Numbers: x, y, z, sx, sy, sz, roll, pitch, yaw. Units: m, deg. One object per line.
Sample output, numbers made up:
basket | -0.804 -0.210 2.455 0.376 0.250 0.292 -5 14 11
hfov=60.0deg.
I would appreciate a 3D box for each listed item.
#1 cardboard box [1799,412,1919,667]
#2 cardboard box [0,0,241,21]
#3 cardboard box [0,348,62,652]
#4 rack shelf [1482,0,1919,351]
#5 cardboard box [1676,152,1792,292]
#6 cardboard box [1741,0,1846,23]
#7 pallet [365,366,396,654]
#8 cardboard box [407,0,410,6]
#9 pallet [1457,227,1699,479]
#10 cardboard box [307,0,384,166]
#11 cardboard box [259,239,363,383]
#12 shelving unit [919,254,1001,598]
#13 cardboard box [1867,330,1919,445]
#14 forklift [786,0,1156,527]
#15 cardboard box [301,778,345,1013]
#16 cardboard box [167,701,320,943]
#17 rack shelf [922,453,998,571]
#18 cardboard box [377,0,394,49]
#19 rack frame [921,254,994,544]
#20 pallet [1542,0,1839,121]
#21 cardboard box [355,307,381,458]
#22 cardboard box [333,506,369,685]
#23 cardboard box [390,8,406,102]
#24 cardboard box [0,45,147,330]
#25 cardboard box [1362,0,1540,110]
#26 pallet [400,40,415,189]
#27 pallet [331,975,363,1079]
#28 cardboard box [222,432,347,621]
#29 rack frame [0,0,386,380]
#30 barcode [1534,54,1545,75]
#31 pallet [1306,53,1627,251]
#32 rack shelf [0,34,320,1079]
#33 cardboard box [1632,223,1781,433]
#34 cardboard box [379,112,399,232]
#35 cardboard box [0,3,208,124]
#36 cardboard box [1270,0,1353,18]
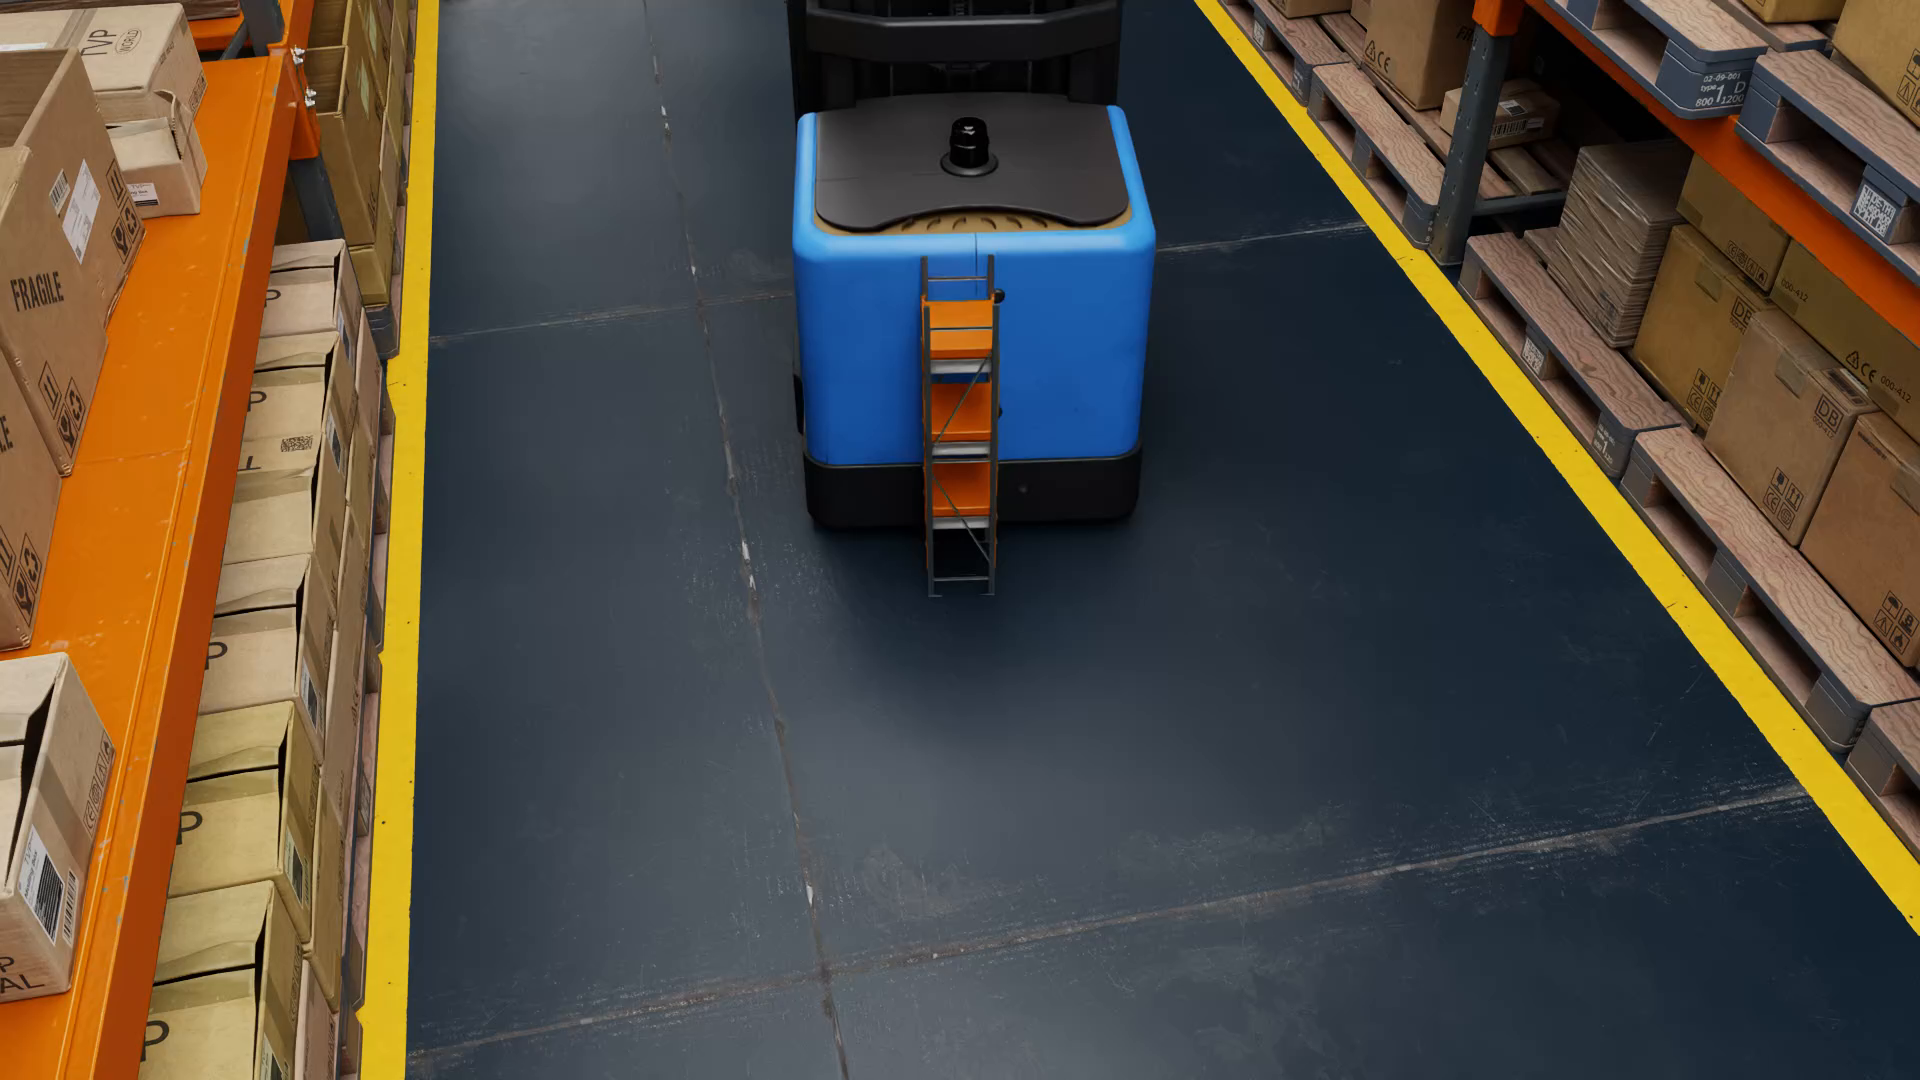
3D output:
cardboard box | 2.856 -0.049 4.597 0.700 0.500 0.500 -9 42 -10
cardboard box | -2.607 -1.896 5.051 0.700 0.500 0.500 -9 42 -10
cardboard box | -2.019 -0.102 3.030 0.500 0.500 0.500 -10 43 -12
rack shelf | 2.763 -0.718 4.342 1.077 0.370 4.000 -8 42 -9
cardboard box | 2.605 -1.034 5.142 0.500 0.250 0.500 -9 42 -10
cardboard box | 2.522 -1.788 4.598 0.700 0.500 0.500 -4 42 -5
pallet | -2.307 -0.057 5.155 1.003 0.211 1.213 -8 42 -9
cardboard box | -2.844 -2.666 7.748 0.500 0.250 0.500 -8 42 -9
pallet | 2.501 -0.737 5.921 1.003 0.211 1.213 -8 42 -9
cardboard box | -2.415 -1.649 6.038 0.500 0.500 0.500 -8 42 -9
cardboard box | -2.137 -0.689 5.099 0.500 0.311 0.500 -8 42 -9
shelving unit | -0.001 -0.303 4.800 0.215 1.050 0.252 -1 42 -2
cardboard box | 2.811 -0.372 4.396 0.500 0.250 0.500 -9 42 -9
forklift | -0.029 -2.100 5.407 1.130 2.935 3.031 -2 42 -2
cardboard box | -1.695 0.849 3.789 0.500 0.250 0.500 -9 42 -10
cardboard box | -1.697 0.631 3.612 0.500 0.311 0.500 -9 42 -10
rack shelf | -0.001 -0.087 4.992 0.215 0.259 0.240 -1 42 -2
cardboard box | -2.625 -2.298 6.770 0.500 0.500 0.500 -8 42 -9
rack frame | -0.006 -0.384 4.892 0.200 1.050 0.008 -1 42 -2
pallet | 2.354 -1.696 5.045 1.003 0.211 1.213 -8 42 -9
cardboard box | -2.132 -0.473 5.278 0.500 0.250 0.500 -9 42 -10
cardboard box | -1.914 0.187 4.535 0.500 0.250 0.500 -7 42 -8
cardboard box | -2.628 -2.017 7.018 0.500 0.250 0.500 -8 42 -9
cardboard box | -2.241 -0.767 3.780 0.500 0.500 0.500 -6 42 -6
cardboard box | 2.068 -2.181 6.999 0.500 0.500 0.500 -11 43 -12
pallet | -2.902 -1.843 7.167 1.003 0.211 1.213 -8 42 -9
pallet | -1.781 1.525 3.373 1.003 0.211 1.213 -8 42 -9
cardboard box | -1.913 -0.029 4.355 0.500 0.311 0.500 -8 42 -9
rack frame | -2.505 -1.572 4.761 1.000 3.000 0.127 -8 42 -9
barcode | 2.441 -2.003 7.009 0.001 0.075 0.075 -8 42 -9
pallet | 2.152 -1.671 6.974 1.003 0.211 1.213 -8 42 -9
rack shelf | -2.073 -0.006 3.539 1.077 0.370 4.000 -8 42 -9
cardboard box | 2.667 -0.711 5.343 0.700 0.500 0.500 -9 42 -10
cardboard box | -2.412 -1.369 6.288 0.500 0.250 0.500 -8 42 -9
cardboard box | -2.356 -1.203 4.458 0.500 0.250 0.500 -6 42 -7
cardboard box | 1.762 -2.793 7.688 0.700 0.500 0.500 -11 43 -12
